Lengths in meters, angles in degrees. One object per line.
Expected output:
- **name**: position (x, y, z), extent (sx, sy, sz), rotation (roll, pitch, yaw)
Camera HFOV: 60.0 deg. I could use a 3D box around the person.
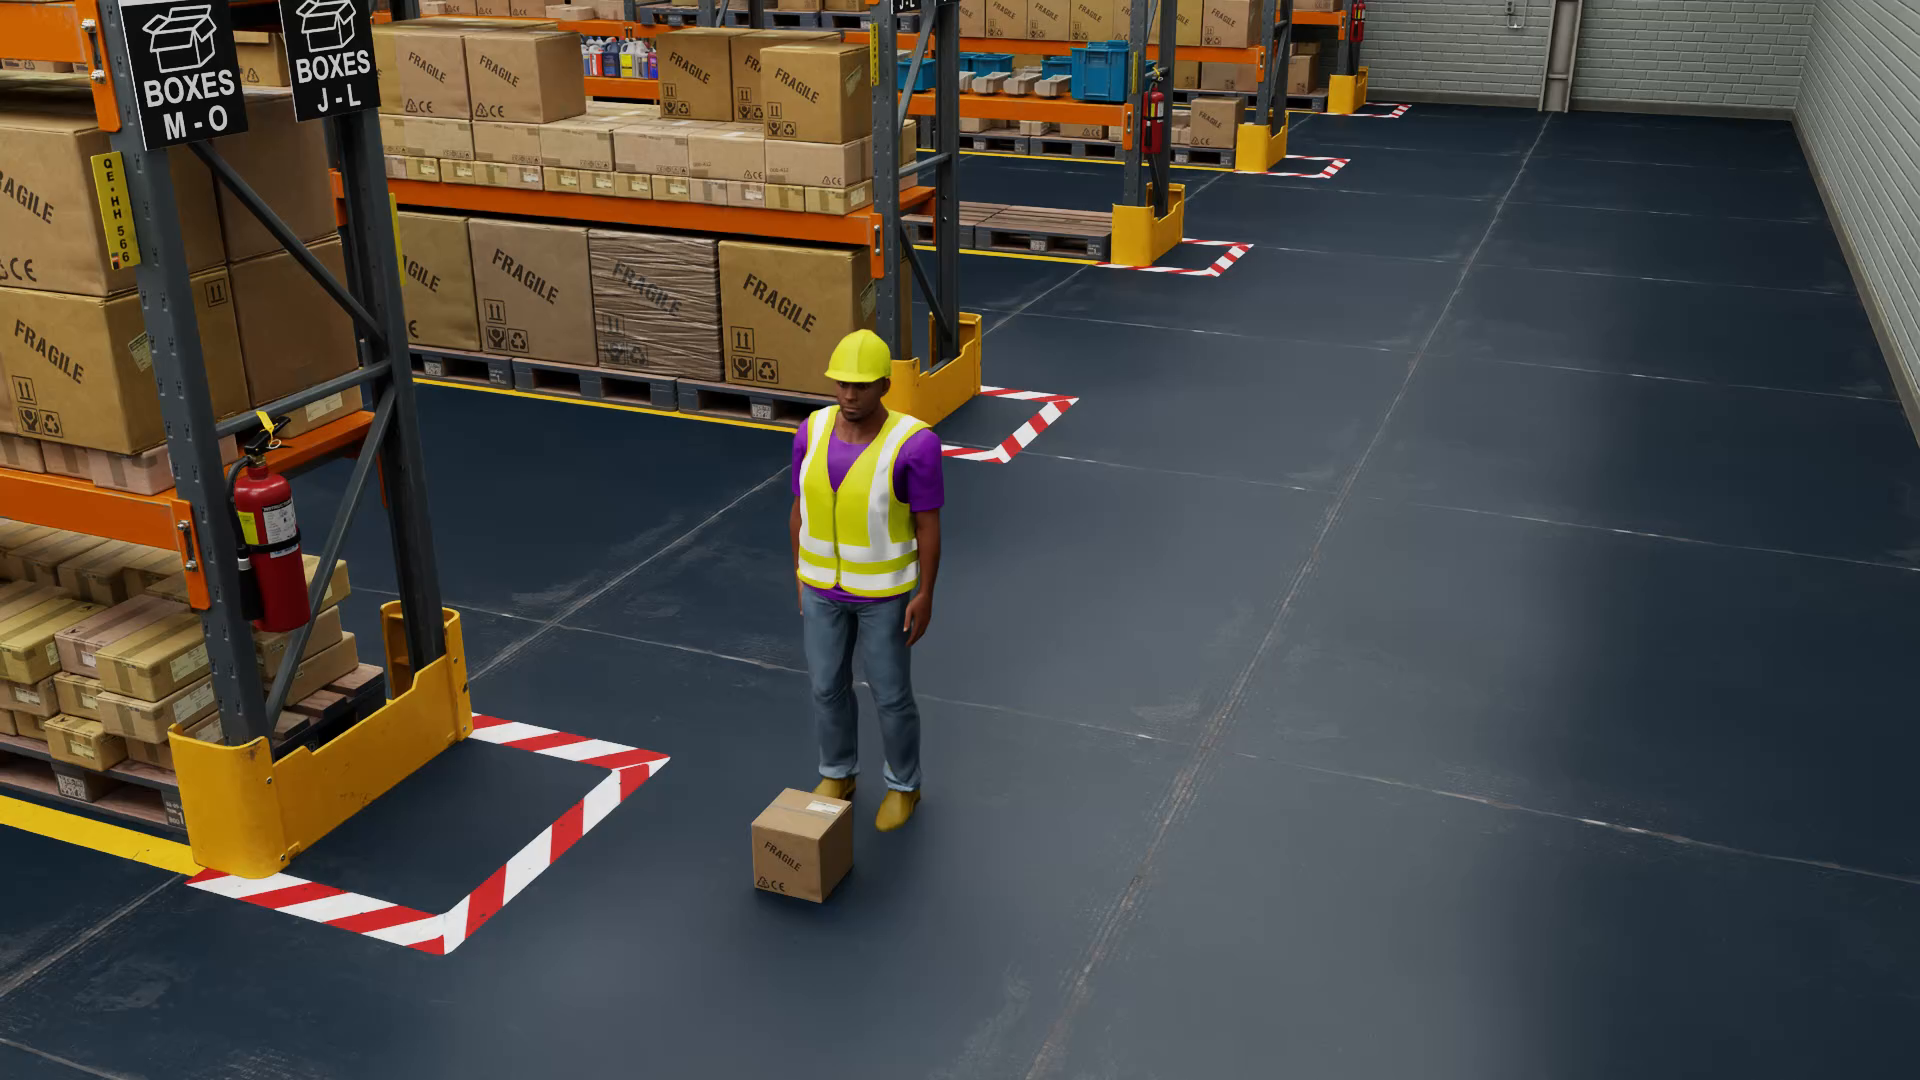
- **person**: position (-0.336, 0.179, 5.702), extent (0.562, 1.748, 0.365), rotation (9, 24, 21)
